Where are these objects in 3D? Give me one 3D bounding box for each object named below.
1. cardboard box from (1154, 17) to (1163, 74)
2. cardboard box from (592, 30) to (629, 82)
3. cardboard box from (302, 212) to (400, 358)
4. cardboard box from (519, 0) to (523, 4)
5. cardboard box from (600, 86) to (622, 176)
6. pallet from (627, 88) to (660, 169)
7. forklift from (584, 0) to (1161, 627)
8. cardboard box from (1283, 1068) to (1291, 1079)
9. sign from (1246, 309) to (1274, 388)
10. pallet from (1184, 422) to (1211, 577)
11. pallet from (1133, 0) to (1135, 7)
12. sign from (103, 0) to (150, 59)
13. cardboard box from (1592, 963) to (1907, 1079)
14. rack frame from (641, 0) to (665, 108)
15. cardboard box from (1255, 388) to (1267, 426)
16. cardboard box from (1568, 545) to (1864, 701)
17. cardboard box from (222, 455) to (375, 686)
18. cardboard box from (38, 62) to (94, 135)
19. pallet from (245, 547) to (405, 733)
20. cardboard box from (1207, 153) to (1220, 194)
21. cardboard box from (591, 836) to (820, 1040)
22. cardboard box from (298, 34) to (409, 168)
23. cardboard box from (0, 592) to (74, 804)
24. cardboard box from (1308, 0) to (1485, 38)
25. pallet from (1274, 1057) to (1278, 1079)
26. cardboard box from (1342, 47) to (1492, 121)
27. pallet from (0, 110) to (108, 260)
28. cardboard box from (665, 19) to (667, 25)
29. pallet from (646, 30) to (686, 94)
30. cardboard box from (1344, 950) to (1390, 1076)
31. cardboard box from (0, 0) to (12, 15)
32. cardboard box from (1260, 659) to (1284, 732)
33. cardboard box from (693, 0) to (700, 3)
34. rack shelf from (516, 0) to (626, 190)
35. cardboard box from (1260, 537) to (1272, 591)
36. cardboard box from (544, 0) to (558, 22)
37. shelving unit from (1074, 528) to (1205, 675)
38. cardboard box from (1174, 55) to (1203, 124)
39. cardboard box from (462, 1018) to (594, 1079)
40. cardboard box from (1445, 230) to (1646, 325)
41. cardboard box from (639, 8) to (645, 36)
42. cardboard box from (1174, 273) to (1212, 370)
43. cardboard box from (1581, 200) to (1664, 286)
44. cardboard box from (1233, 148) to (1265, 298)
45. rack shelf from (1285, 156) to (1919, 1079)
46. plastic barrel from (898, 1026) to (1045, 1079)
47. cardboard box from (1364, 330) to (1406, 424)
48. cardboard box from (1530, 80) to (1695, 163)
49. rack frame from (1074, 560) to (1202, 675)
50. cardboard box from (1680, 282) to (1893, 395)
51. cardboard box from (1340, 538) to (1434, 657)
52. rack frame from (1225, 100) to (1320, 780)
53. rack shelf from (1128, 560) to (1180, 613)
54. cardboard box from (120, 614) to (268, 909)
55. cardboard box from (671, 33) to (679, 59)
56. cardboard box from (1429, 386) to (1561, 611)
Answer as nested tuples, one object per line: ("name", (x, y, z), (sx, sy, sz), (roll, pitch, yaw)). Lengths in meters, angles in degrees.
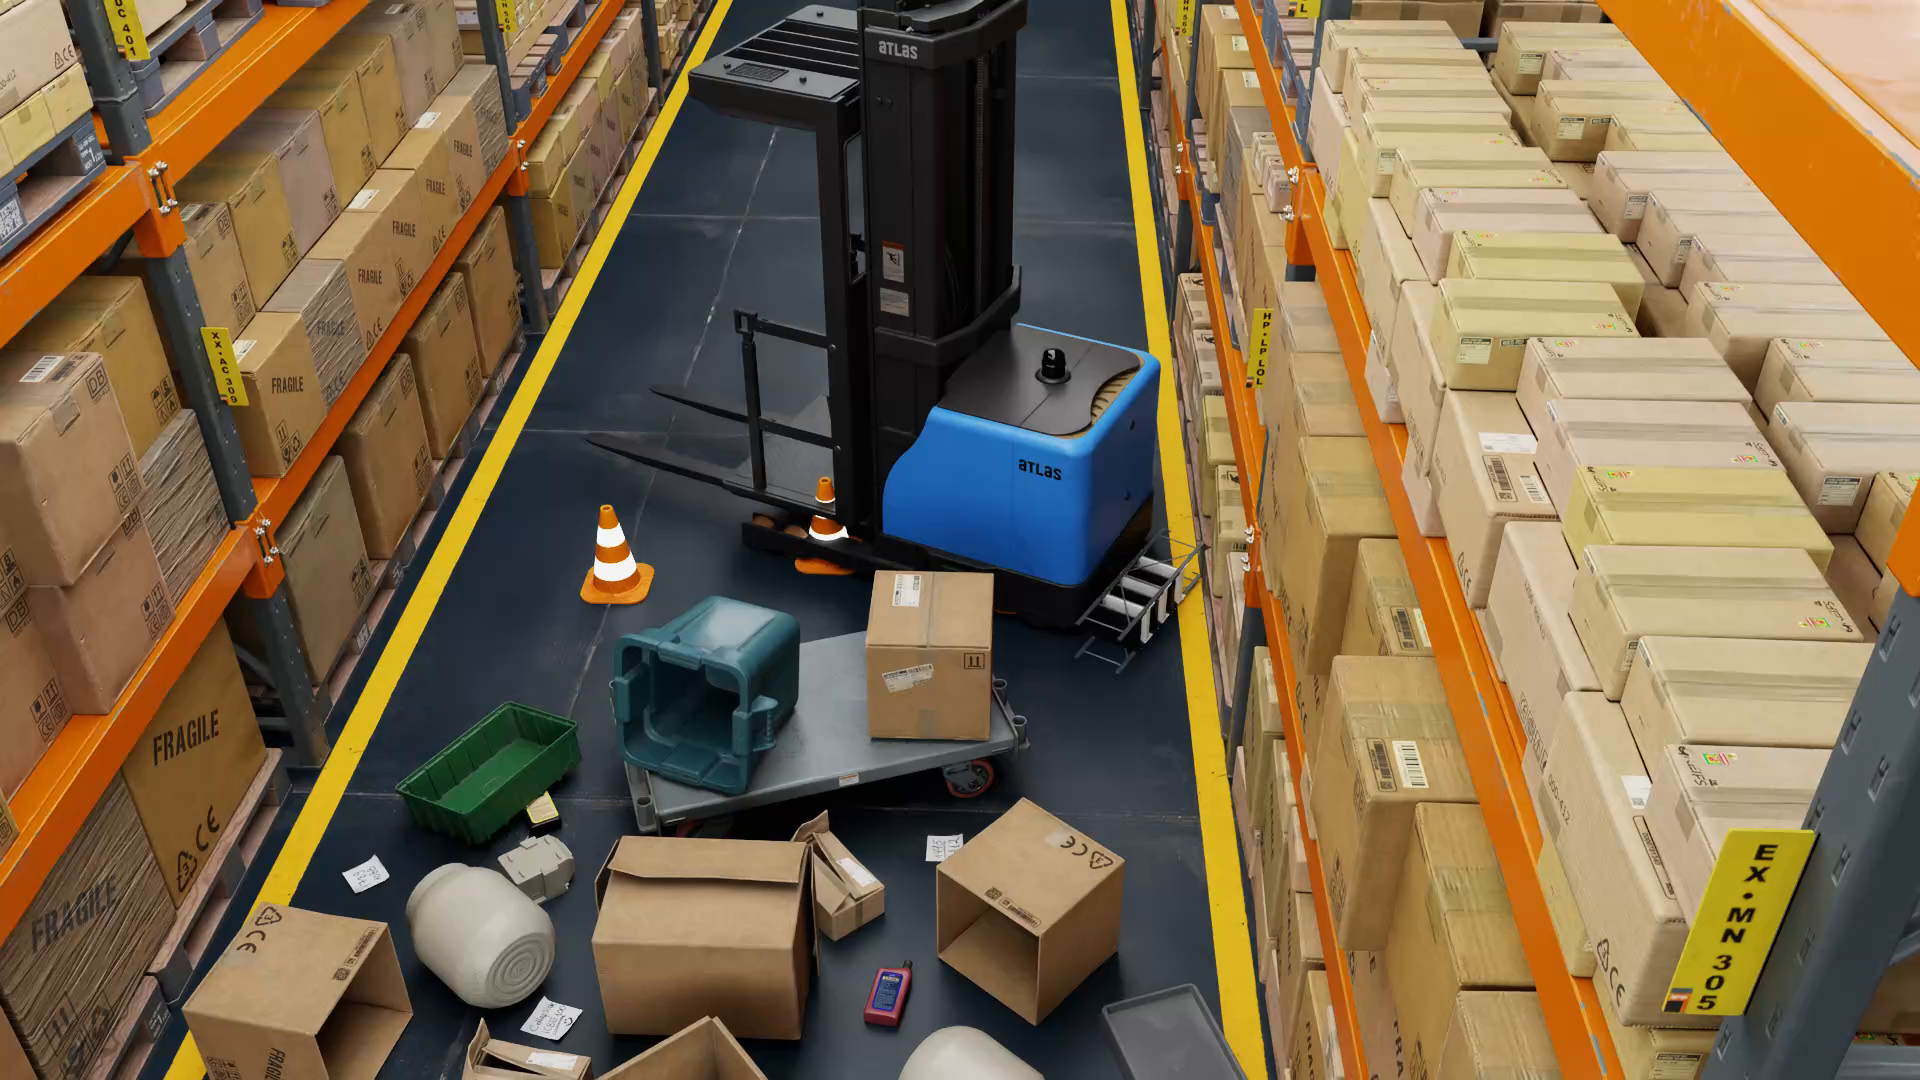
("cardboard box", (2.117, -4.290, 14.054), (0.875, 0.438, 0.875), (1, 35, 1))
("cardboard box", (-2.777, -3.592, 12.354), (0.500, 0.250, 0.500), (3, 35, 4))
("cardboard box", (-2.954, -1.182, 7.682), (0.500, 0.500, 0.500), (1, 35, 2))
("cardboard box", (-2.891, -3.435, 10.310), (0.380, 0.149, 0.250), (1, 35, 2))
("cardboard box", (-2.789, -2.993, 12.155), (0.500, 0.500, 0.500), (1, 35, 1))
("pallet", (-2.995, -3.276, 13.174), (1.003, 0.211, 1.213), (1, 35, 2))
("forklift", (-0.557, -1.359, 8.080), (3.031, 2.935, 1.130), (16, 38, 21))
("cardboard box", (1.311, 1.971, 5.309), (0.500, 0.250, 0.500), (0, 35, 0))
("sign", (1.109, -0.696, 6.071), (0.100, 0.325, 0.005), (1, 35, 2))
("pallet", (1.740, -0.221, 8.827), (1.003, 0.211, 1.213), (1, 35, 2))
("pallet", (2.192, -5.504, 16.344), (1.003, 0.211, 1.213), (1, 35, 2))
("sign", (-2.732, -1.727, 5.418), (0.100, 0.325, 0.005), (1, 35, 2))
("cardboard box", (1.238, 0.750, 2.629), (0.380, 0.149, 0.250), (1, 35, 2))
("rack frame", (-2.965, -4.864, 13.008), (1.000, 3.000, 0.127), (1, 35, 2))
("cardboard box", (1.408, -0.583, 6.770), (0.380, 0.149, 0.250), (2, 35, 3))
("cardboard box", (1.262, 0.140, 2.804), (0.380, 0.149, 0.250), (1, 35, 1))
("cardboard box", (-3.352, 0.122, 7.505), (1.050, 0.750, 0.750), (1, 35, 2))
("cardboard box", (-2.982, -1.389, 5.220), (0.380, 0.149, 0.250), (1, 35, 2))
("pallet", (-3.331, 0.428, 7.904), (1.003, 0.211, 1.213), (1, 35, 2))
("cardboard box", (1.492, -1.921, 8.674), (0.380, 0.149, 0.250), (2, 35, 2))
("cardboard box", (-0.927, 1.447, 6.081), (0.797, 0.637, 0.503), (1, 35, 2))
("cardboard box", (-3.191, -2.173, 8.223), (0.700, 0.500, 0.500), (1, 35, 1))
("cardboard box", (-3.428, 0.507, 5.235), (0.875, 0.550, 0.550), (1, 35, 2))
("cardboard box", (1.542, -1.888, 5.931), (0.500, 0.250, 0.500), (1, 35, 1))
("pallet", (1.626, 2.018, 5.640), (1.003, 0.211, 1.213), (1, 35, 2))
("cardboard box", (1.343, -1.339, 4.909), (0.380, 0.149, 0.250), (2, 35, 3))
("pallet", (-3.330, -0.989, 4.963), (1.003, 0.211, 1.213), (1, 35, 2))
("cardboard box", (-2.737, -4.481, 14.318), (0.380, 0.149, 0.250), (1, 35, 2))
("pallet", (-2.974, -4.110, 14.360), (1.003, 0.211, 1.213), (1, 35, 2))
("cardboard box", (1.298, 1.031, 4.275), (0.500, 0.500, 0.500), (1, 35, 2))
("cardboard box", (-2.993, -1.569, 4.783), (0.380, 0.149, 0.250), (1, 35, 2))
("cardboard box", (1.305, 0.572, 6.082), (0.380, 0.149, 0.250), (2, 35, 3))
("cardboard box", (-2.599, -5.114, 15.478), (0.380, 0.149, 0.250), (2, 35, 3))
("rack shelf", (-3.046, -3.421, 11.580), (1.077, 0.370, 4.000), (1, 35, 2))
("cardboard box", (1.330, 0.065, 6.214), (0.380, 0.149, 0.250), (1, 35, 2))
("cardboard box", (-2.867, -3.505, 10.927), (0.380, 0.149, 0.250), (2, 35, 3))
("shelving unit", (0.882, 0.285, 8.094), (0.258, 0.210, 0.900), (20, 41, 26))
("cardboard box", (1.585, -2.745, 10.123), (0.500, 0.250, 0.500), (0, 35, 0))
("cardboard box", (-1.515, 1.881, 5.789), (0.396, 0.266, 0.258), (7, 36, 10))
("cardboard box", (1.345, -0.594, 3.849), (0.380, 0.149, 0.250), (2, 35, 3))
("cardboard box", (-2.744, -4.306, 13.811), (0.380, 0.149, 0.250), (3, 35, 4))
("cardboard box", (1.791, -1.282, 9.832), (0.950, 0.372, 0.625), (-1, 35, -1))
("cardboard box", (1.861, -0.657, 4.284), (0.500, 0.250, 0.500), (1, 35, 1))
("cardboard box", (1.498, -1.398, 7.366), (0.500, 0.500, 0.500), (2, 35, 4))
("rack shelf", (1.583, 0.004, 4.098), (1.077, 0.370, 4.000), (1, 35, 2))
("plastic barrel", (0.073, 1.919, 5.598), (0.512, 0.421, 0.421), (28, 44, 33))
("cardboard box", (1.266, -0.424, 4.300), (0.380, 0.149, 0.250), (1, 35, 1))
("cardboard box", (1.835, -1.177, 4.678), (0.380, 0.149, 0.250), (2, 35, 3))
("rack frame", (0.883, 0.367, 8.154), (0.240, 0.006, 0.900), (20, 41, 26))
("cardboard box", (1.813, -0.437, 3.626), (0.380, 0.149, 0.250), (2, 35, 3))
("cardboard box", (1.410, 0.347, 4.378), (0.700, 0.500, 0.500), (1, 35, 2))
("rack frame", (1.664, -0.212, 6.388), (1.000, 3.000, 0.127), (1, 35, 2))
("rack shelf", (0.948, 0.223, 8.178), (0.258, 0.200, 0.077), (20, 41, 26))
("cardboard box", (-3.382, 0.789, 6.447), (0.875, 0.875, 0.875), (2, 35, 3))
("cardboard box", (-2.619, -4.224, 14.212), (0.380, 0.149, 0.250), (2, 35, 3))
("cardboard box", (1.292, -0.089, 3.476), (0.500, 0.250, 0.500), (2, 35, 3))
